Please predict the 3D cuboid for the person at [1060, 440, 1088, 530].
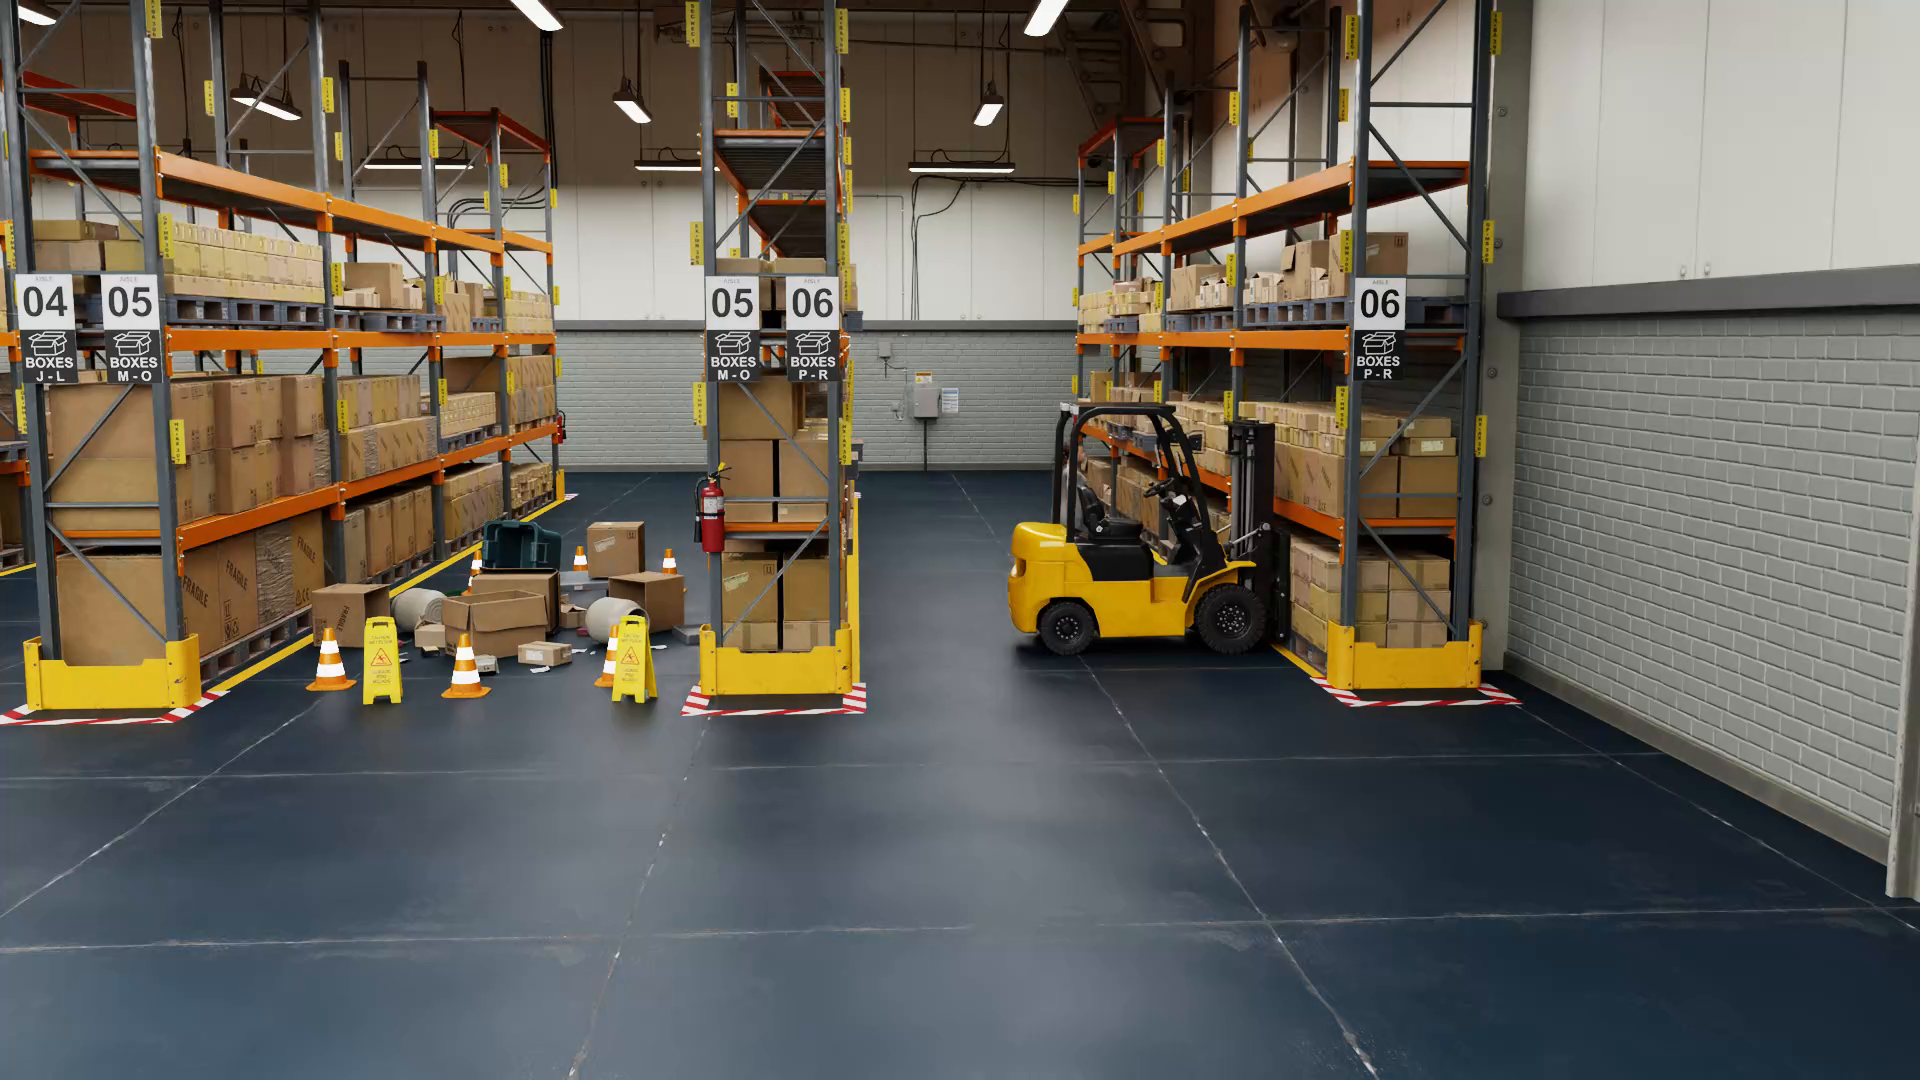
[{"bbox_3d":[1.102,-0.218,17.512,0.497,1.668,0.449,-1,7,-12],"label":"person"}]
